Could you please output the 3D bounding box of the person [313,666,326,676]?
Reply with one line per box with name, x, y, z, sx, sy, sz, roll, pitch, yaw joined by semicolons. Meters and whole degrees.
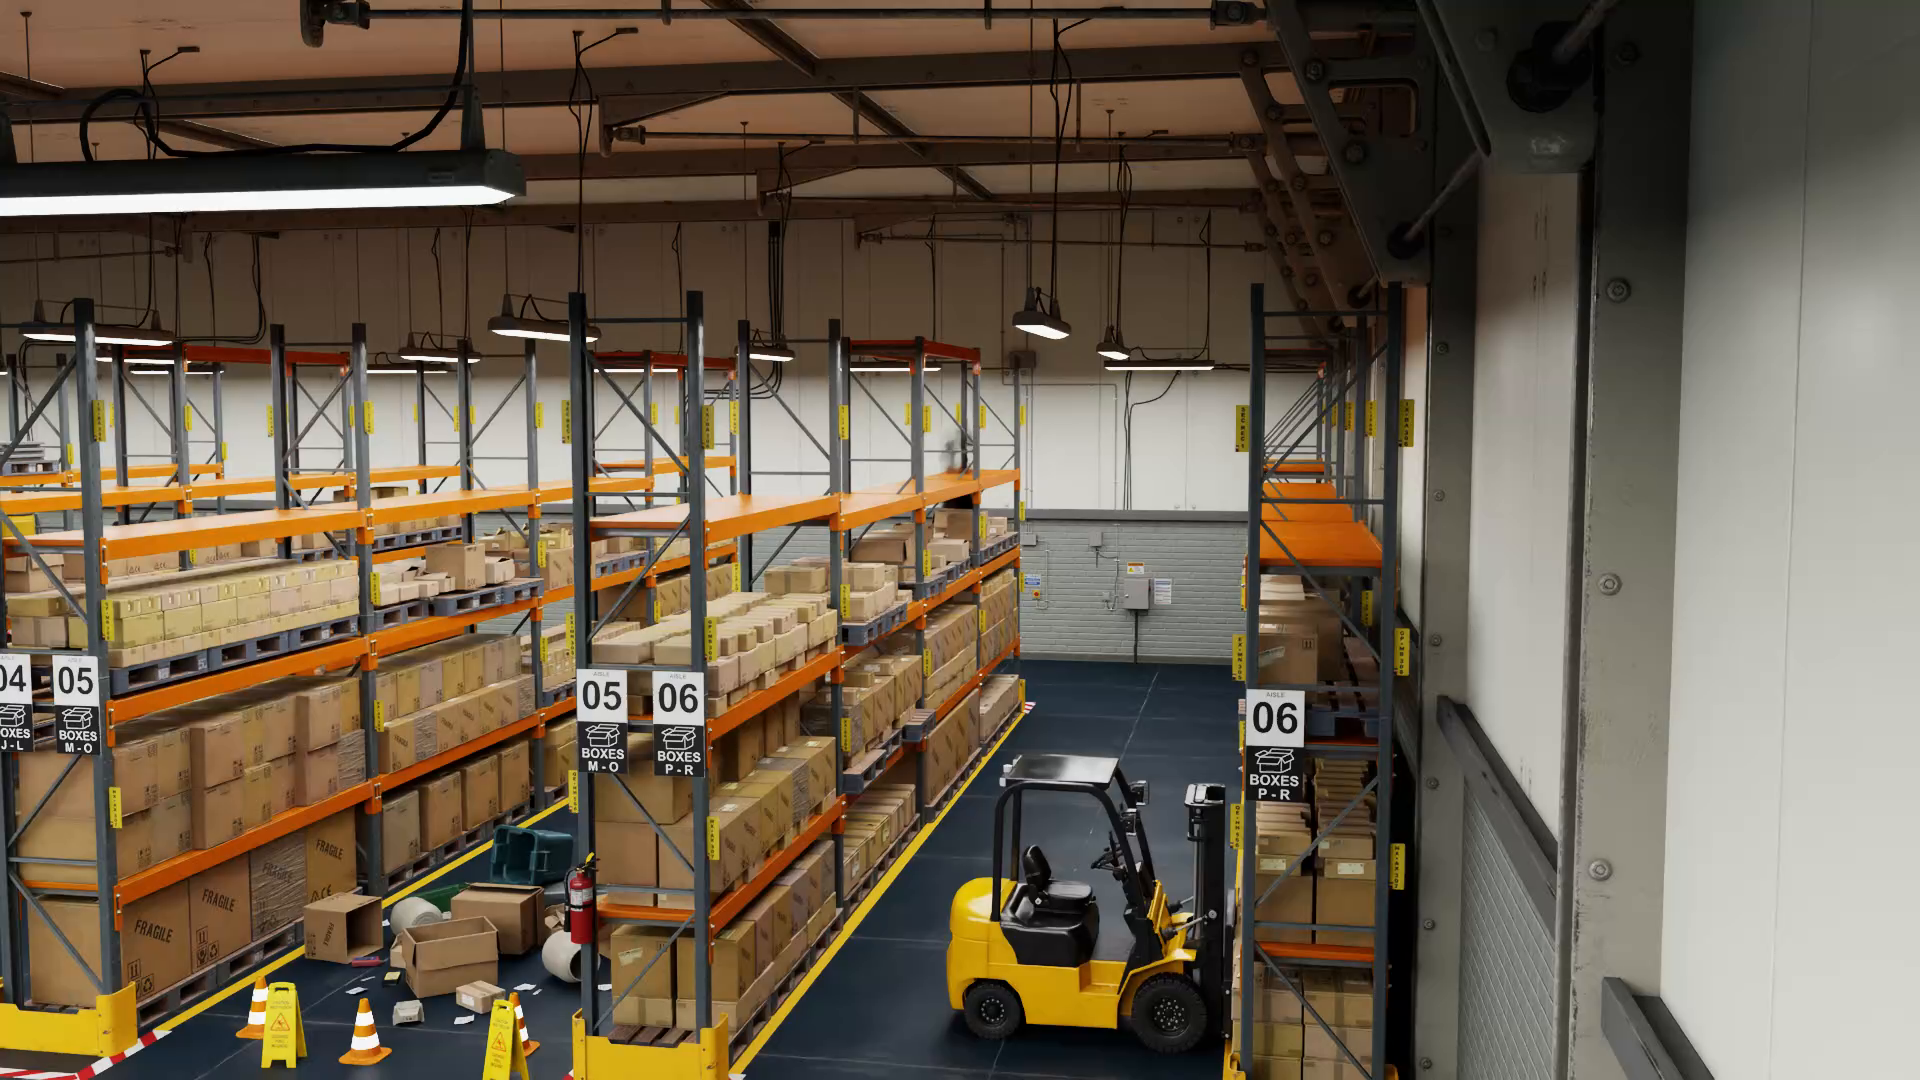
person;-8.715;2.531;22.704;0.607;1.639;0.849;0;5;3
